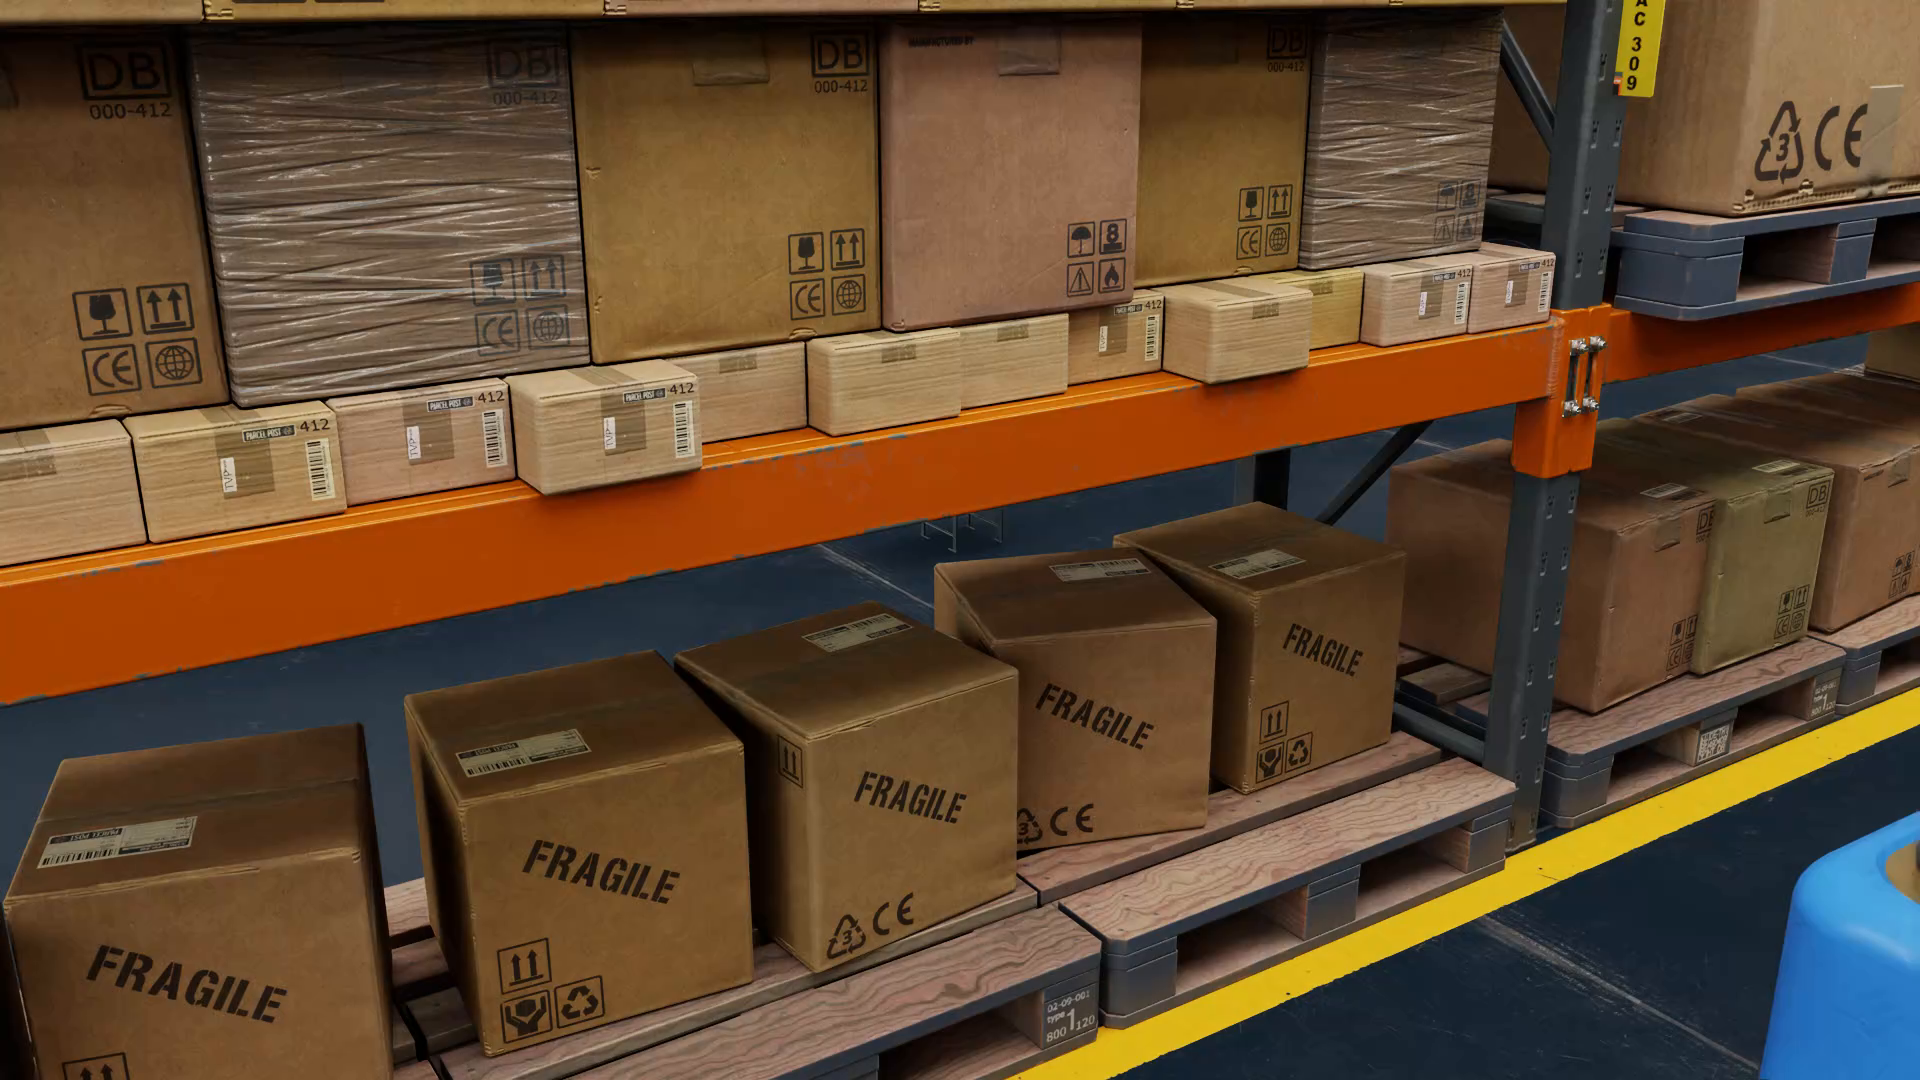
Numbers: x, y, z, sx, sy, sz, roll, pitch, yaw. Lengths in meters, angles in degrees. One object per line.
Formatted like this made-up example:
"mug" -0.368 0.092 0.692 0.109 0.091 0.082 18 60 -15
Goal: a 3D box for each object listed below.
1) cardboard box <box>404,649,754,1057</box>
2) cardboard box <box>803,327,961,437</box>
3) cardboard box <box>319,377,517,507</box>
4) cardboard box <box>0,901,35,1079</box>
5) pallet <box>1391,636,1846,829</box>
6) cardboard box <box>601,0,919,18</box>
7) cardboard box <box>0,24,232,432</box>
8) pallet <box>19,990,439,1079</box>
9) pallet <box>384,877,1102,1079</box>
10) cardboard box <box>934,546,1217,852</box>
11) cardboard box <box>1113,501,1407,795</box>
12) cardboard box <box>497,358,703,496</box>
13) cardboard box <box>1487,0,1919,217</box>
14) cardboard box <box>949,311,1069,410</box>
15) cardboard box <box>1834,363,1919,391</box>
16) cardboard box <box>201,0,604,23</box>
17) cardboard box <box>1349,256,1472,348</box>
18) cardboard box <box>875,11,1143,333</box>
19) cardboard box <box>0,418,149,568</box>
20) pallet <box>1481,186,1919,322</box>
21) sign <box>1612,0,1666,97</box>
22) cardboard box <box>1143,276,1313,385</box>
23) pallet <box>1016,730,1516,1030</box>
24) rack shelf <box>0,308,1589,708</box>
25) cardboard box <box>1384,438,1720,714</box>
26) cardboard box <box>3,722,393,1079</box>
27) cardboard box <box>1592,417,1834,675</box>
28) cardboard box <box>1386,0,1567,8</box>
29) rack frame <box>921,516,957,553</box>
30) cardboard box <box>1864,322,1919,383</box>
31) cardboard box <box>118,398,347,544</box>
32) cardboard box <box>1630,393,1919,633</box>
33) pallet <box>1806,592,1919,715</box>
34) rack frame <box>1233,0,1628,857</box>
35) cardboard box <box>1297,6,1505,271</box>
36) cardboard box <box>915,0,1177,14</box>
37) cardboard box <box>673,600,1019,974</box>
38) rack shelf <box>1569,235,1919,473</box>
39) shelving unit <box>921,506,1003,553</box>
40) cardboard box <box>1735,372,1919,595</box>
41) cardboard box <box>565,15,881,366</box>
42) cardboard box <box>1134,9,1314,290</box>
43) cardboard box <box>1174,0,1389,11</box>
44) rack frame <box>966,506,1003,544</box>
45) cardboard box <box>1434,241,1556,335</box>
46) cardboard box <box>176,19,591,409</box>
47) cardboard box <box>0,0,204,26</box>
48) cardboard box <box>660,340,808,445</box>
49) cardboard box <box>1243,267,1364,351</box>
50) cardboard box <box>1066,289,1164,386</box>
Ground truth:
"cardboard box" -0.722 0.563 3.142 0.500 0.500 0.500 -10 21 -26
"cardboard box" -0.204 -0.305 2.857 0.250 0.149 0.380 -12 22 -31
"cardboard box" -0.857 -0.186 2.504 0.250 0.149 0.380 -12 22 -31
"cardboard box" -1.735 0.783 2.492 0.500 0.500 0.500 -8 20 -21
"pallet" 1.724 0.382 4.784 1.213 0.211 1.003 -12 22 -31
"cardboard box" -0.404 -1.047 2.476 0.500 0.500 0.500 -12 22 -31
"cardboard box" -1.440 -0.495 2.404 0.500 0.500 0.875 -12 22 -31
"pallet" -1.505 1.077 2.728 1.213 0.211 1.003 -12 22 -31
"pallet" -0.487 0.864 3.360 1.213 0.211 1.003 -12 22 -31
"cardboard box" 0.244 0.347 3.783 0.500 0.500 0.500 -5 19 -14
"cardboard box" 0.719 0.244 4.087 0.500 0.500 0.500 -13 22 -33
"cardboard box" -0.591 -0.202 2.552 0.250 0.149 0.380 -12 22 -31
"cardboard box" 1.815 -1.387 4.071 1.000 1.000 1.000 -12 22 -31
"cardboard box" -0.014 -0.359 3.015 0.250 0.149 0.380 -12 22 -31
"cardboard box" 3.411 -0.305 5.681 0.500 0.500 0.700 -14 23 -36
"cardboard box" -0.818 -0.957 2.211 0.500 0.500 0.500 -12 22 -31
"cardboard box" 0.843 -0.524 3.504 0.250 0.149 0.380 -12 22 -31
"cardboard box" -0.134 -0.733 3.109 0.500 0.500 0.875 -12 22 -31
"cardboard box" -1.263 -0.093 2.227 0.250 0.149 0.380 -12 22 -31
"pallet" 1.793 -0.806 4.245 1.213 0.211 1.003 -12 22 -31
"sign" 1.380 -1.067 3.367 0.005 0.325 0.100 -12 22 -31
"cardboard box" 0.454 -0.422 3.203 0.250 0.149 0.380 -12 22 -31
"pallet" 0.533 0.648 4.000 1.213 0.211 1.003 -12 22 -31
"rack shelf" -0.596 -0.108 3.004 4.000 0.370 1.077 -12 22 -31
"cardboard box" 1.599 0.072 4.564 0.500 0.500 0.700 -14 23 -36
"cardboard box" -1.255 0.669 2.831 0.500 0.500 0.500 -6 20 -17
"cardboard box" 2.008 -0.007 4.797 0.500 0.500 0.700 -12 22 -32
"cardboard box" 0.850 -1.310 3.255 0.500 0.500 0.500 -12 22 -31
"rack frame" -0.078 -0.410 6.052 0.006 0.900 0.240 -12 22 -31
"cardboard box" 3.435 -0.663 5.568 0.500 0.250 0.500 -9 21 -25
"cardboard box" -1.050 -0.135 2.352 0.250 0.149 0.380 -12 22 -31
"cardboard box" 2.475 -0.105 5.089 0.500 0.500 0.700 -14 23 -36
"pallet" 2.744 0.166 5.424 1.213 0.211 1.003 -12 22 -31
"rack frame" 1.075 -0.801 3.931 0.127 3.000 1.000 -12 22 -31
"cardboard box" 0.665 -0.927 3.682 0.500 0.500 0.875 -12 22 -31
"cardboard box" 0.015 -1.134 2.734 0.500 0.500 0.500 -12 22 -31
"cardboard box" -0.231 0.477 3.397 0.500 0.500 0.500 -14 23 -36
"rack shelf" 2.745 -0.813 5.088 4.000 0.370 1.077 -12 22 -31
"shelving unit" 0.007 -0.428 6.105 0.210 0.900 0.258 -12 22 -31
"cardboard box" 2.941 -0.204 5.380 0.500 0.500 0.700 -10 21 -27
"cardboard box" -0.575 -0.656 2.881 0.500 0.500 0.875 -12 22 -31
"cardboard box" 0.228 -0.848 3.449 0.500 0.500 0.875 -12 22 -31
"cardboard box" 0.433 -1.222 2.993 0.500 0.500 0.500 -12 22 -31
"rack frame" 0.092 -0.446 6.158 0.006 0.900 0.240 -12 22 -31
"cardboard box" 1.057 -0.566 3.627 0.250 0.149 0.380 -12 22 -31
"cardboard box" -0.999 -0.571 2.630 0.500 0.500 0.875 -12 22 -31
"cardboard box" -1.235 -0.869 1.949 0.500 0.500 0.500 -12 22 -31
"cardboard box" -0.455 -0.282 2.787 0.250 0.149 0.380 -12 22 -31
"cardboard box" 0.601 -0.496 3.421 0.250 0.149 0.380 -12 22 -31
"cardboard box" 0.172 -0.414 3.177 0.250 0.149 0.380 -12 22 -31
